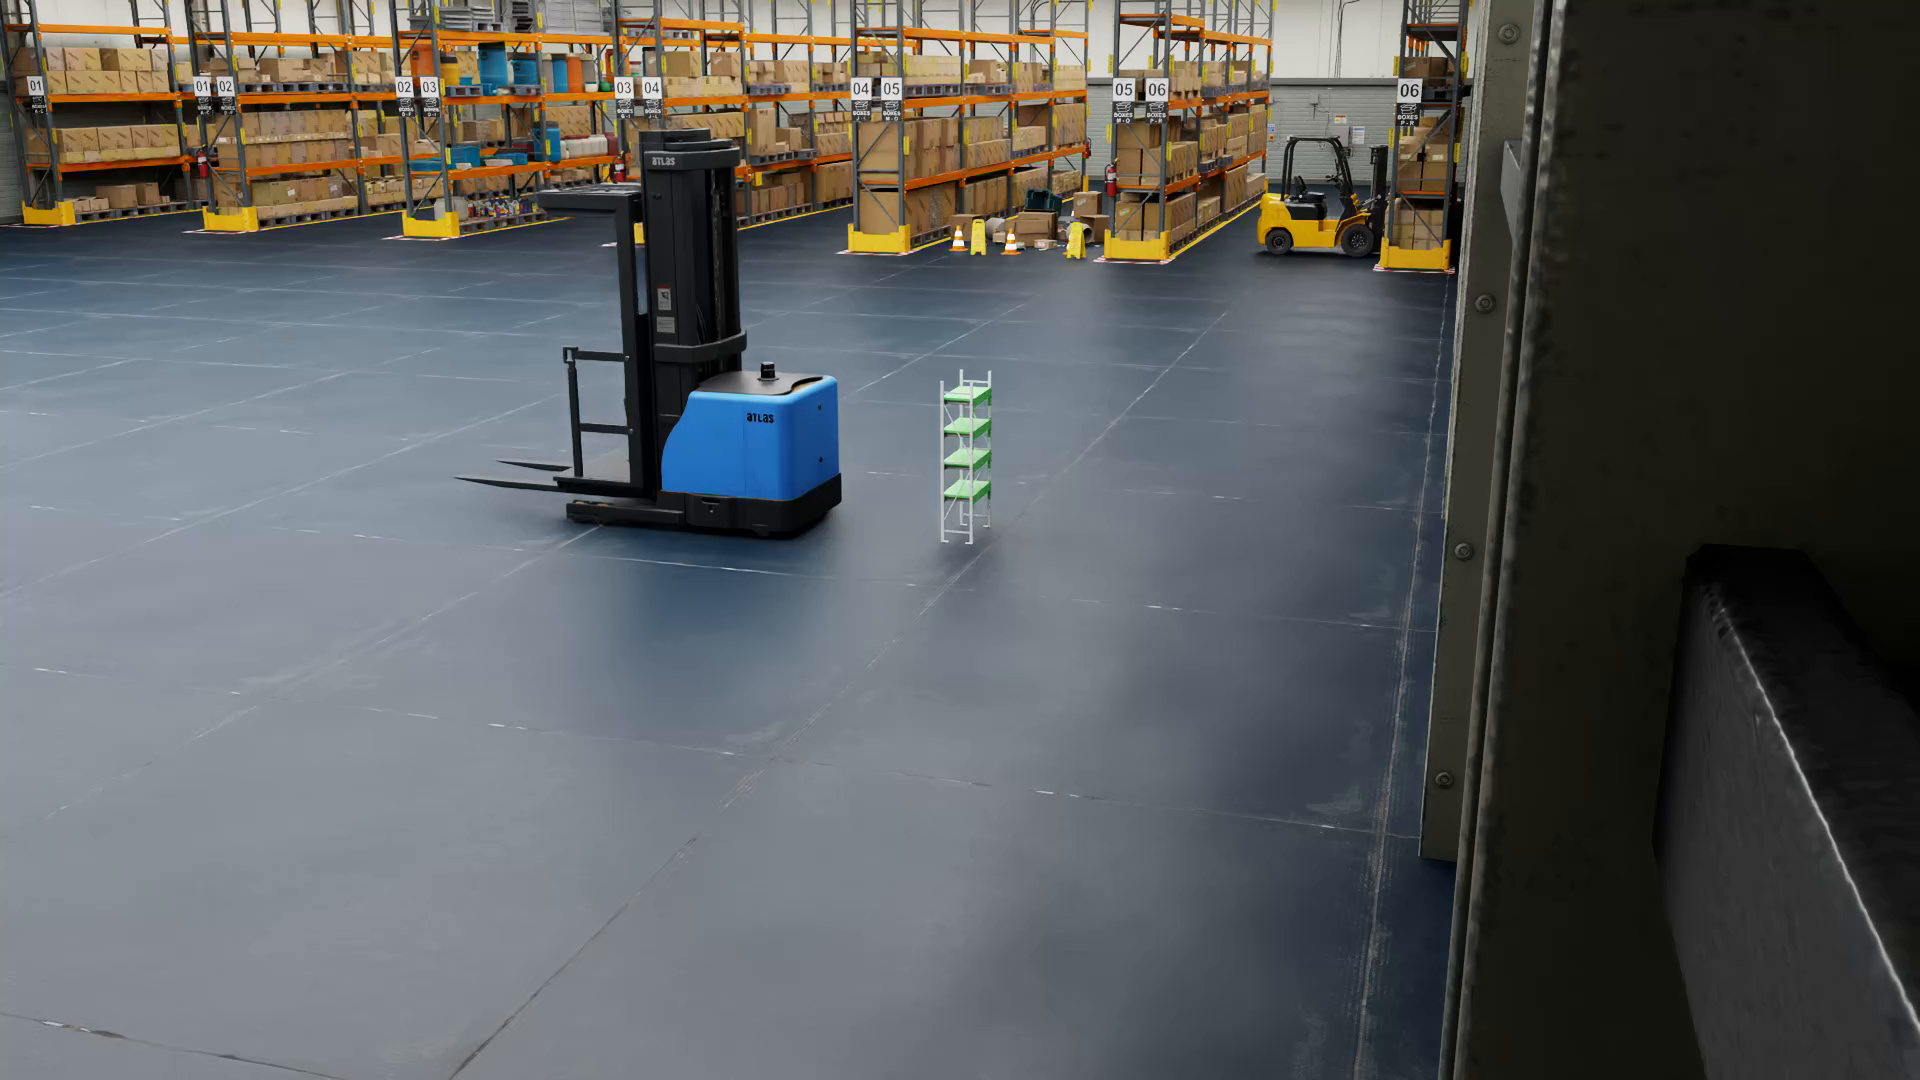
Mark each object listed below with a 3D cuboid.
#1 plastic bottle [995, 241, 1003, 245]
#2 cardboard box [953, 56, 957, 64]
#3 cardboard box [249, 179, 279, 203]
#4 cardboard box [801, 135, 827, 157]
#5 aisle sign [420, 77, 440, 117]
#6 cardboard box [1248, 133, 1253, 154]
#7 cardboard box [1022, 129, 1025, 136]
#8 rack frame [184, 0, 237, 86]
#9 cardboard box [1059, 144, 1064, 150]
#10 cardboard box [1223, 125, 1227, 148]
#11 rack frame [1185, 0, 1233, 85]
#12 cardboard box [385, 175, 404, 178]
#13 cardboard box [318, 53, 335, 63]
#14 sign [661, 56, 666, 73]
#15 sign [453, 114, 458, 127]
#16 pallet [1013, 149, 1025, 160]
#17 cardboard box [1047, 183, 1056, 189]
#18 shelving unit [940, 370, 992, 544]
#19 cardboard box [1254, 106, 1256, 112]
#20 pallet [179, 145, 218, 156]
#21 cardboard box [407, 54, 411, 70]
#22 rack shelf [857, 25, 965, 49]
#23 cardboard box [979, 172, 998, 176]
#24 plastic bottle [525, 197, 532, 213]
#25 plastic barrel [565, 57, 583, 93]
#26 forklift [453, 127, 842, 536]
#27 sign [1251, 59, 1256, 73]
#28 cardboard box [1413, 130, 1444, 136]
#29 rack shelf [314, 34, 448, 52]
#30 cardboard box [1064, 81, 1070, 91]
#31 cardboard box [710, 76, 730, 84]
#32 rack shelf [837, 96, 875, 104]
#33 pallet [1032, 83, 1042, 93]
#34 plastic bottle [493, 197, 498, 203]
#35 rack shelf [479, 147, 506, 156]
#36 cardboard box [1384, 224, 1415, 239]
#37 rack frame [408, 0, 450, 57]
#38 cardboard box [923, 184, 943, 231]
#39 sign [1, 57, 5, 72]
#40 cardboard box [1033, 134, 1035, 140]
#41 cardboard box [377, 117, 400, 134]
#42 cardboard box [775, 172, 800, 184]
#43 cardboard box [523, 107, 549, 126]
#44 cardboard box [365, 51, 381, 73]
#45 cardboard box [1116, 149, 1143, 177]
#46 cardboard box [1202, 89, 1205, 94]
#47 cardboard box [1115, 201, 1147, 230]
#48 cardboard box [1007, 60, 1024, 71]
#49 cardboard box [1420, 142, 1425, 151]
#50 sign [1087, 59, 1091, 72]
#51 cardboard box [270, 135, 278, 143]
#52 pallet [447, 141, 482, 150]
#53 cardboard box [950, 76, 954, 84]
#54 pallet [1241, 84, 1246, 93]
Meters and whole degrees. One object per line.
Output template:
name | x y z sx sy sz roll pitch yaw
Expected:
plastic bottle | 0.767 -5.907 33.044 0.133 0.061 0.283 -1 16 -3
cardboard box | -0.273 -9.801 33.937 0.380 0.149 0.250 5 16 16
cardboard box | -15.625 -7.832 37.339 0.500 0.500 0.500 5 16 16
cardboard box | -3.593 -9.644 40.649 0.500 0.500 0.500 5 17 18
aisle sign | -10.754 -8.990 33.763 0.394 0.787 0.004 5 16 16
cardboard box | 7.030 -9.918 41.617 0.500 0.500 0.500 5 17 18
cardboard box | 1.350 -9.826 40.076 0.380 0.149 0.250 5 17 18
rack frame | -15.763 -11.052 34.803 1.000 3.000 0.127 5 16 16
cardboard box | 2.510 -10.332 43.718 0.380 0.149 0.250 5 17 17
cardboard box | 5.646 -8.974 36.973 0.500 0.500 0.500 4 16 14
rack frame | 5.509 -11.607 36.761 1.000 3.000 0.127 5 16 16
cardboard box | -14.208 -9.022 41.883 0.500 0.311 0.500 4 16 14
cardboard box | -17.621 -13.386 46.167 0.500 0.250 0.500 4 16 14
sign | -5.745 -9.218 32.233 0.100 0.325 0.005 5 16 16
sign | -12.956 -10.774 42.694 0.100 0.325 0.005 5 16 16
pallet | 0.835 -9.181 39.552 1.213 0.211 1.003 5 16 16
cardboard box | 2.281 -9.169 43.067 0.380 0.149 0.250 5 17 18
shelving unit | 0.047 -0.621 12.318 0.258 1.200 0.503 5 16 16
cardboard box | 7.307 -10.937 42.188 0.380 0.149 0.250 4 16 14
pallet | -19.020 -9.692 41.353 1.003 0.211 1.213 5 16 16
cardboard box | -16.356 -14.100 48.993 0.500 0.500 0.500 5 17 16
rack shelf | -0.971 -9.856 32.639 1.077 0.370 4.000 5 16 16
cardboard box | 0.677 -8.638 39.723 0.500 0.250 0.500 4 16 15
plastic bottle | -9.784 -7.574 37.582 0.144 0.351 0.185 4 16 14
plastic barrel | -9.368 -11.154 39.874 0.600 0.830 0.708 5 16 16
forklift | -2.508 -1.655 12.792 3.031 2.935 1.130 5 17 18
sign | 7.169 -11.571 40.607 0.100 0.325 0.005 5 16 16
cardboard box | 10.556 -9.030 37.711 0.797 0.503 0.637 4 16 15
rack shelf | -14.057 -12.083 40.490 1.077 0.370 4.000 5 16 16
cardboard box | 2.556 -11.863 43.435 0.500 0.250 0.500 5 17 18
cardboard box | -5.096 -9.763 35.301 0.380 0.149 0.250 4 16 13
rack shelf | -2.287 -12.156 45.512 1.077 0.370 4.000 5 16 16
pallet | 1.302 -11.053 40.648 1.213 0.211 1.003 5 16 16
plastic bottle | -10.505 -7.585 37.624 0.144 0.351 0.185 5 17 17
rack shelf | -12.921 -10.436 44.944 1.077 0.370 4.000 5 16 16
cardboard box | 7.834 -5.515 29.631 0.500 0.250 0.500 4 16 15
rack frame | -13.489 -13.145 42.182 1.000 3.000 0.127 5 16 16
cardboard box | -0.901 -6.817 33.989 0.875 0.875 0.875 5 17 16
sign | -21.040 -10.466 36.612 0.100 0.325 0.005 5 16 16
cardboard box | 1.652 -9.956 41.080 0.380 0.149 0.250 4 16 13
cardboard box | -16.933 -11.973 48.496 0.980 0.700 0.700 5 17 17
cardboard box | -4.154 -8.682 39.841 0.500 0.250 0.500 5 17 18
cardboard box | -11.949 -11.936 46.898 0.500 0.500 0.500 5 17 17
cardboard box | -14.273 -11.455 39.852 0.500 0.500 0.500 6 17 21
cardboard box | 3.126 -6.983 30.722 0.500 0.500 0.500 4 16 15
cardboard box | 5.103 -9.813 35.741 0.797 0.503 0.637 5 16 16
cardboard box | 3.213 -6.098 31.226 0.500 0.500 0.500 5 17 16
cardboard box | 1.295 -11.227 39.331 0.396 0.266 0.258 5 16 16
cardboard box | 8.126 -7.054 29.786 0.380 0.149 0.250 5 17 16
sign | 3.534 -12.992 45.518 0.100 0.325 0.005 5 16 16
cardboard box | -15.226 -8.812 36.529 0.380 0.149 0.250 4 16 15
pallet | -13.364 -10.349 43.671 1.213 0.211 1.003 5 16 16
cardboard box | -0.343 -9.351 33.809 0.380 0.149 0.250 5 17 17
pallet | 6.433 -10.875 40.027 0.805 0.209 1.217 4 16 14
